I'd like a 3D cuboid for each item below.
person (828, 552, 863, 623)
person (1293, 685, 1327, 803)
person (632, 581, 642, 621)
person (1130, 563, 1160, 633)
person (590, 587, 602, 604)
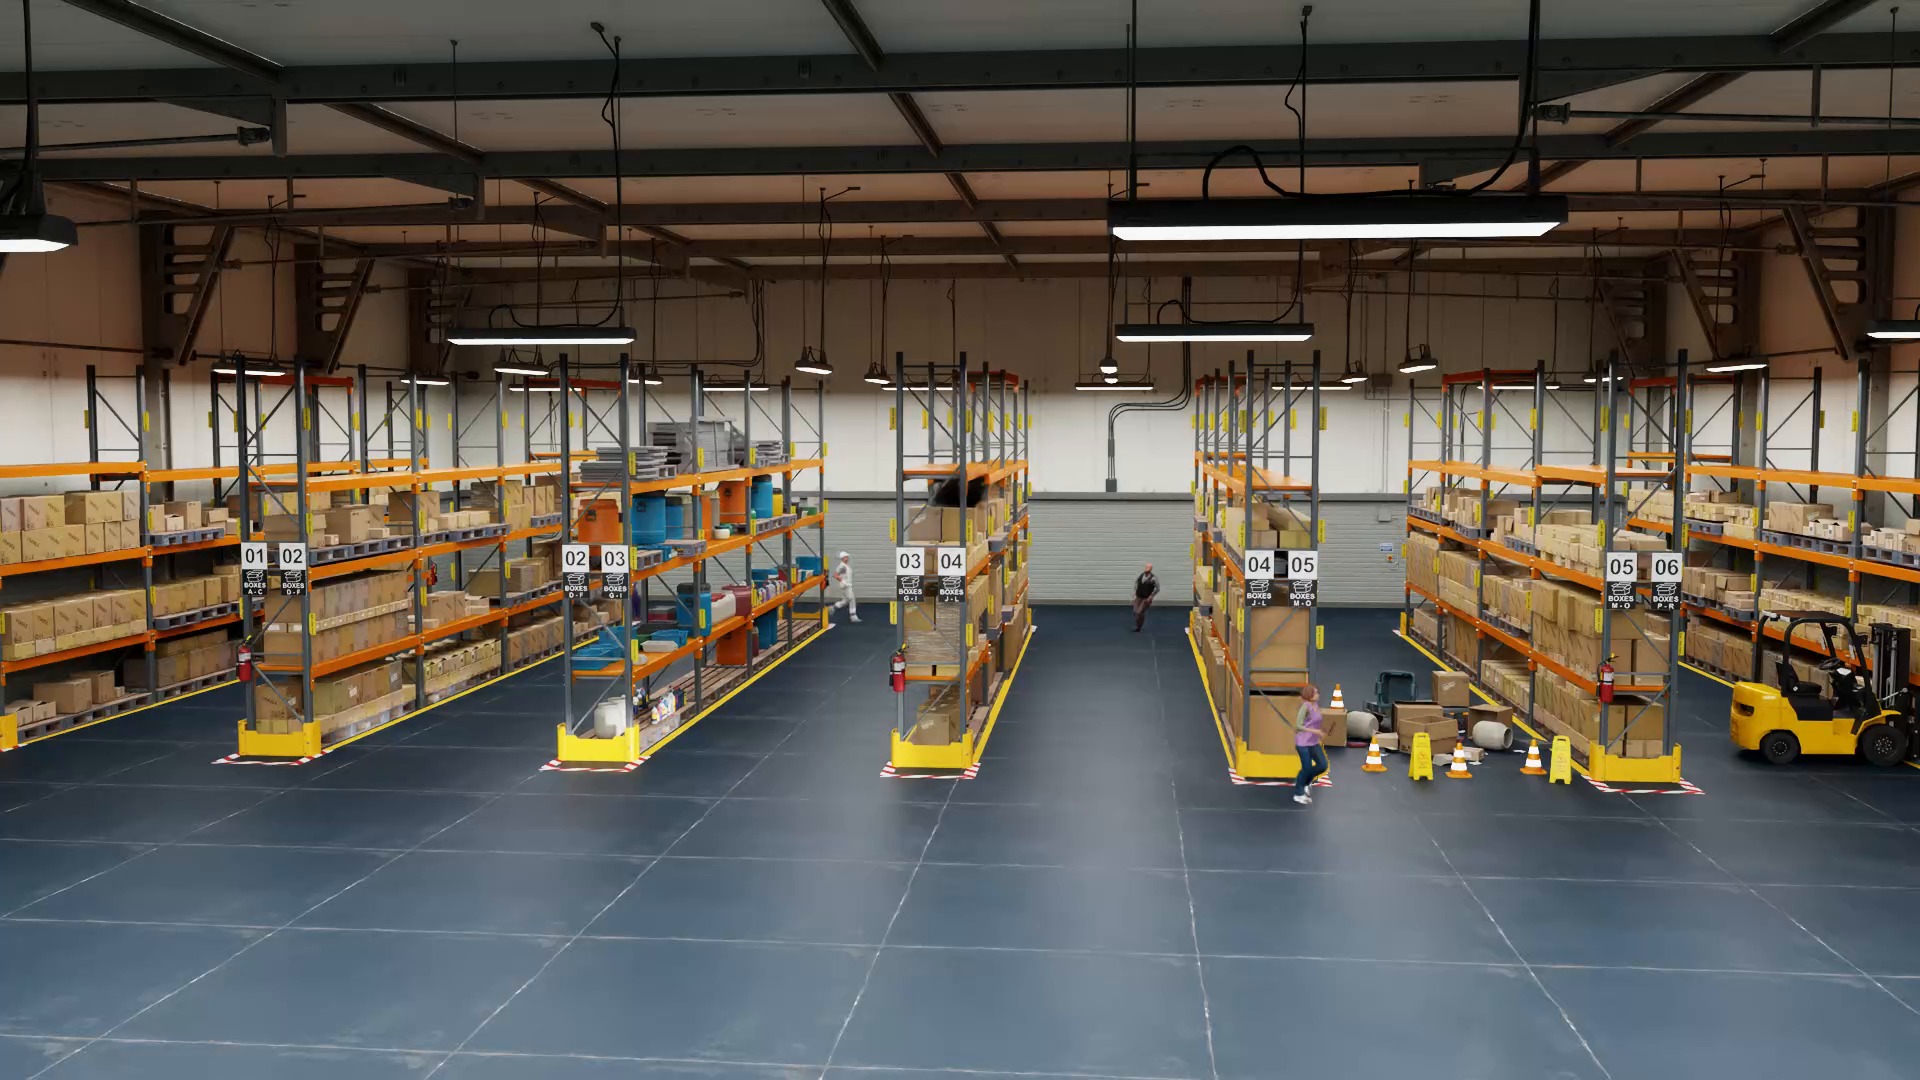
[{"bbox_3d":[-2.871,1.174,41.378,0.932,1.766,0.669,0,4,4],"label":"person"},{"bbox_3d":[4.583,2.676,21.719,0.553,1.566,0.519,4,6,43],"label":"person"},{"bbox_3d":[-8.303,1.211,41.888,0.870,1.669,0.634,1,4,7],"label":"person"},{"bbox_3d":[4.418,1.373,39.506,0.691,1.649,0.565,3,5,35],"label":"person"},{"bbox_3d":[-9.417,1.094,43.095,0.762,1.746,0.566,2,5,30],"label":"person"}]
